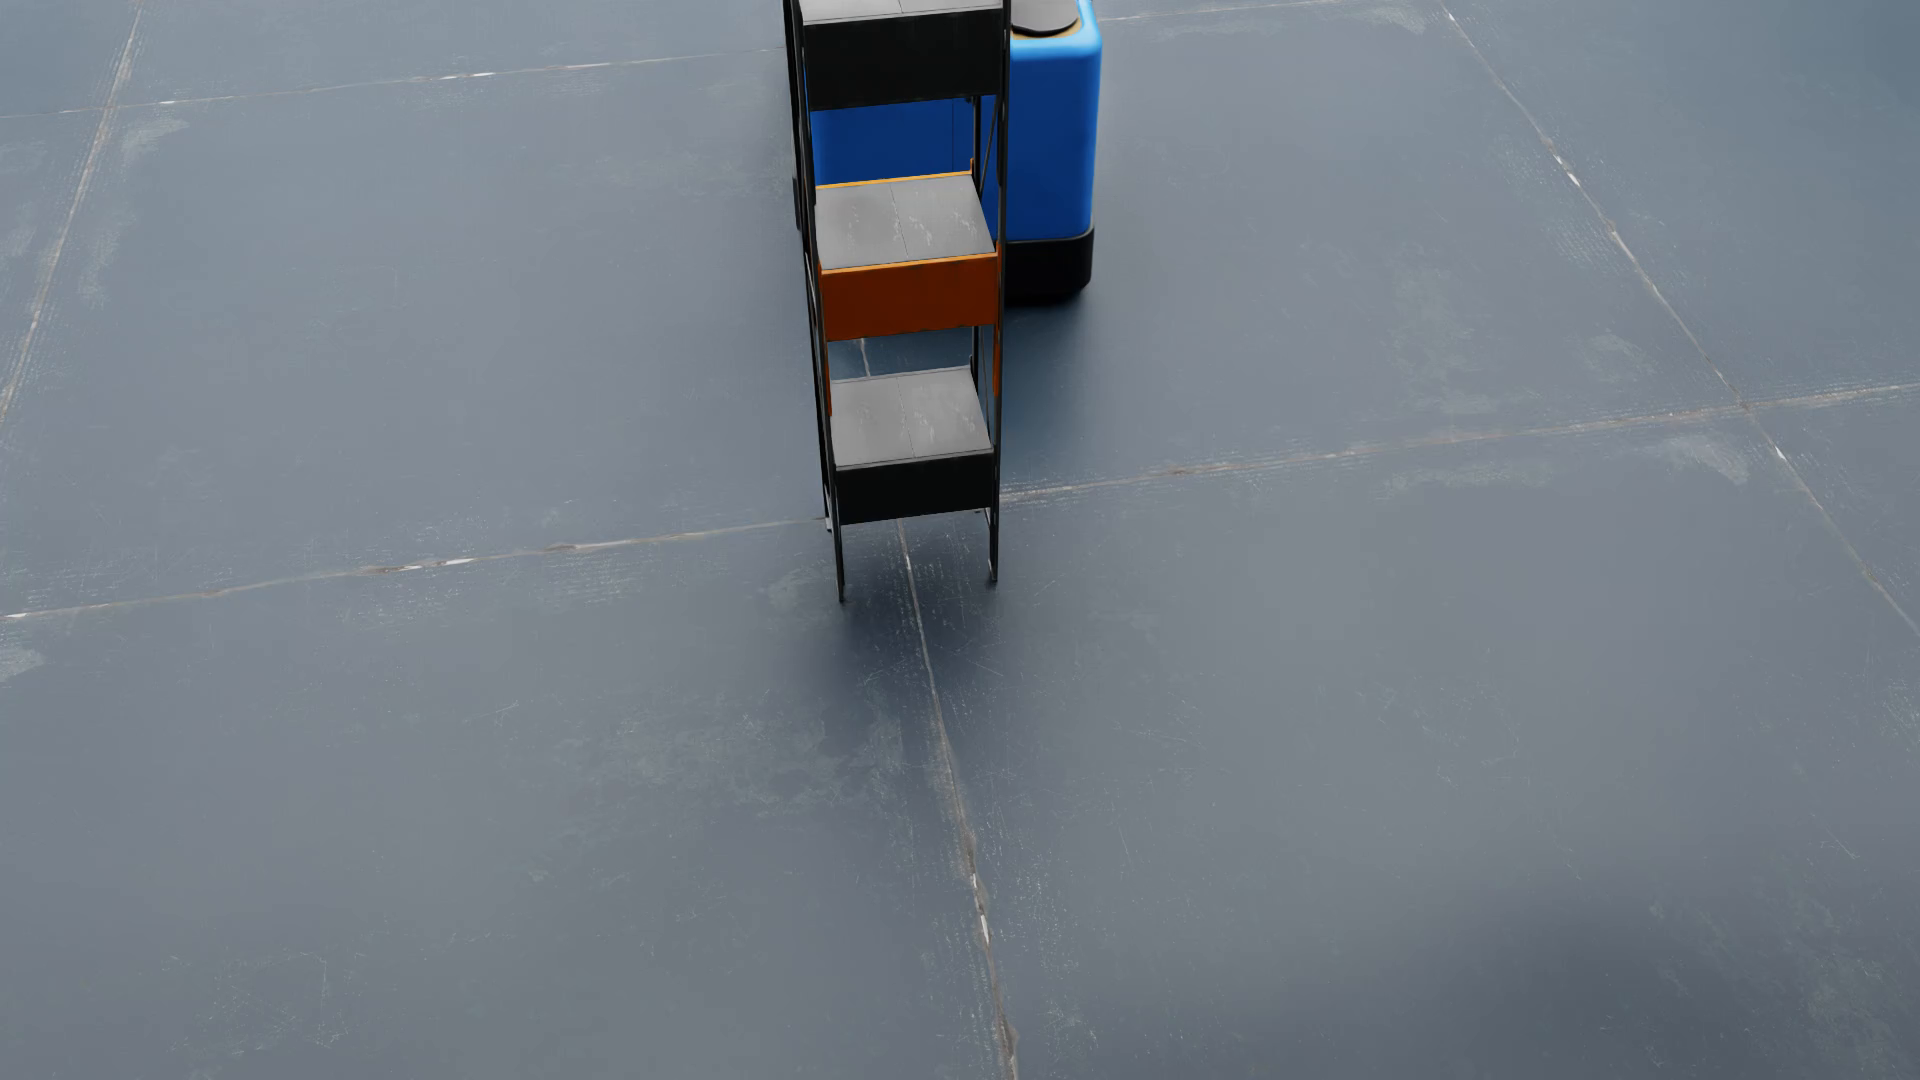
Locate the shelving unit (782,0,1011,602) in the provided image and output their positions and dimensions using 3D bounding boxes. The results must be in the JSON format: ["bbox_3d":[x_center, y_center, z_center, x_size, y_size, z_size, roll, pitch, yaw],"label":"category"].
[{"bbox_3d":[-0.163,-0.708,4.598,0.503,2.100,0.431,-7,46,-7],"label":"shelving unit"}]

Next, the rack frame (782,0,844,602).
[{"bbox_3d":[-0.404,-0.678,4.569,0.015,2.100,0.400,-7,46,-7],"label":"rack frame"}]

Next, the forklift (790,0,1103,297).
[{"bbox_3d":[-0.167,-2.938,6.169,1.130,2.935,3.031,-4,46,-4],"label":"forklift"}]

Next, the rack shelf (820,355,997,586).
[{"bbox_3d":[-0.163,-0.213,5.112,0.480,0.518,0.431,-7,46,-7],"label":"rack shelf"}]

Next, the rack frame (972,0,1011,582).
[{"bbox_3d":[0.077,-0.738,4.627,0.015,2.100,0.400,-7,46,-7],"label":"rack frame"}]

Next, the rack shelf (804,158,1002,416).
[{"bbox_3d":[-0.163,-0.699,4.608,0.480,0.518,0.431,-7,46,-7],"label":"rack shelf"}]

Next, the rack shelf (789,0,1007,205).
[{"bbox_3d":[-0.163,-1.184,4.104,0.480,0.518,0.431,-7,46,-7],"label":"rack shelf"}]
